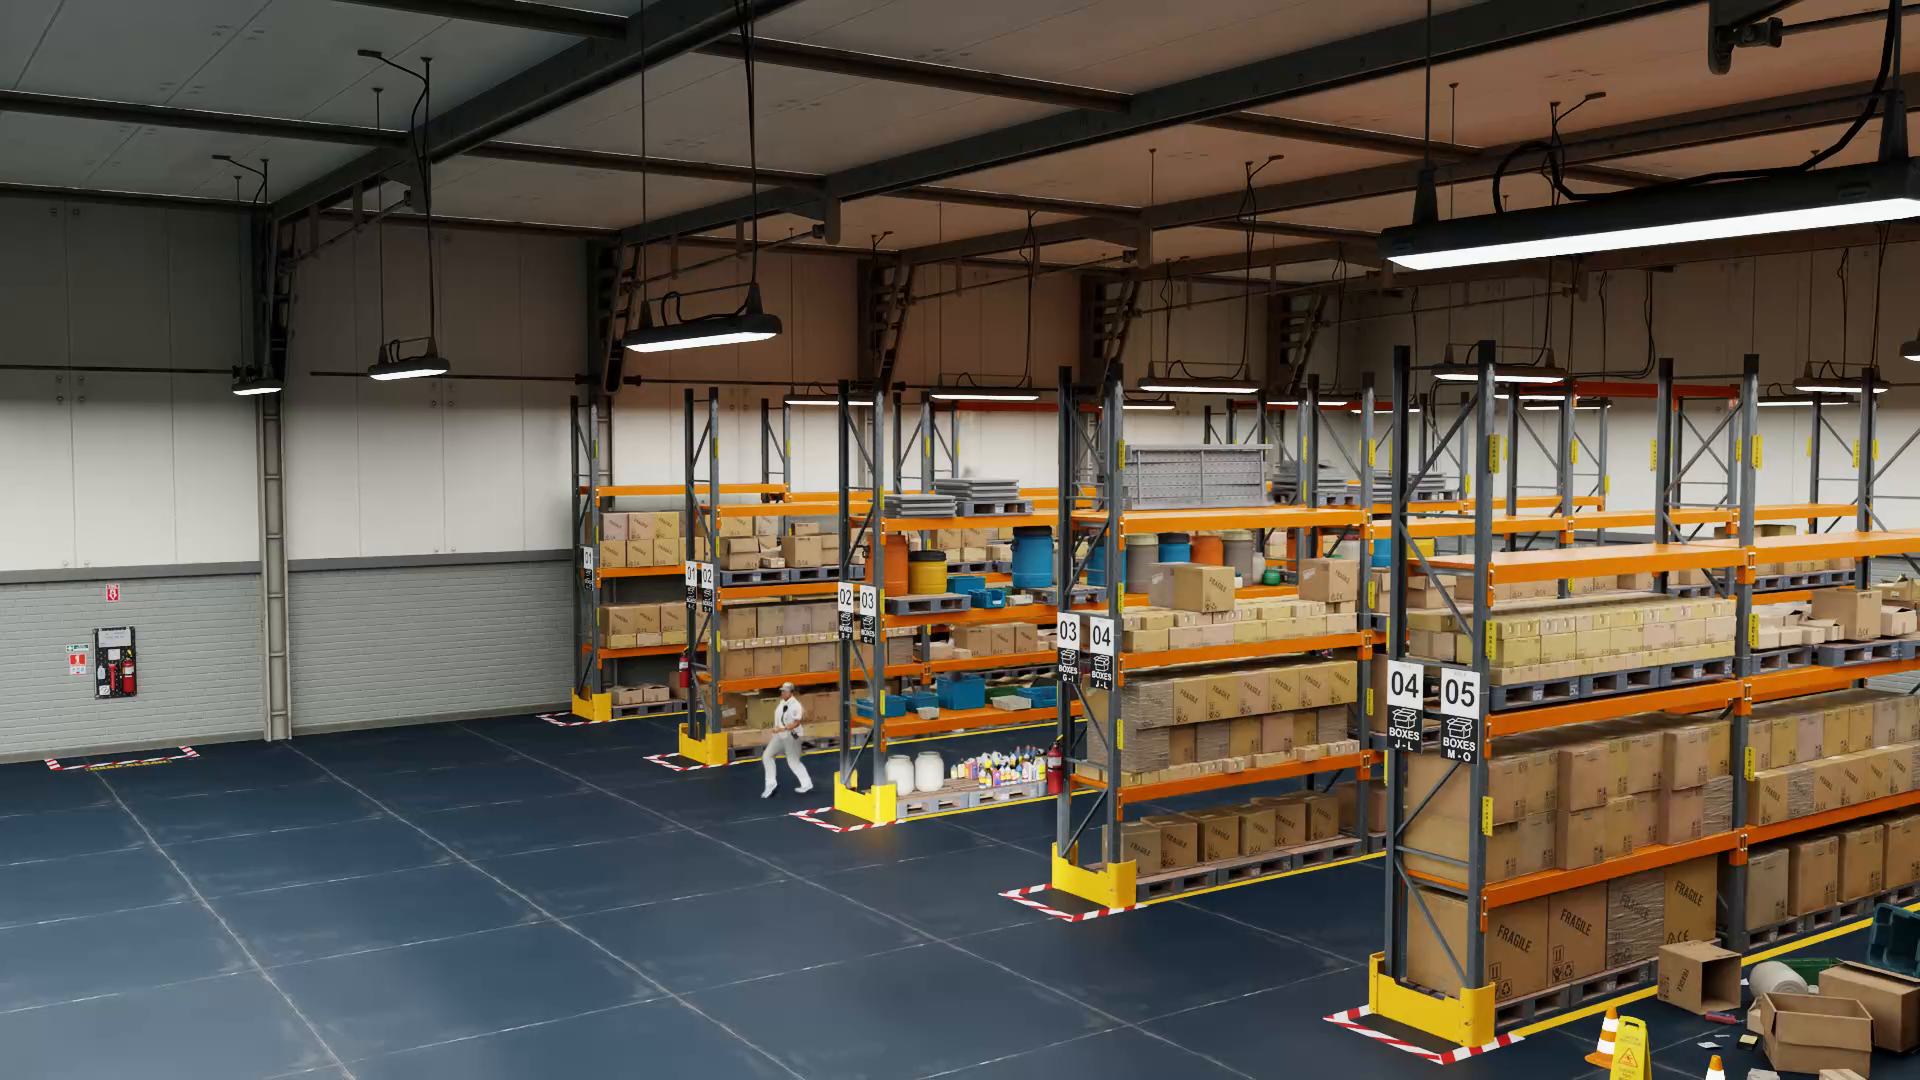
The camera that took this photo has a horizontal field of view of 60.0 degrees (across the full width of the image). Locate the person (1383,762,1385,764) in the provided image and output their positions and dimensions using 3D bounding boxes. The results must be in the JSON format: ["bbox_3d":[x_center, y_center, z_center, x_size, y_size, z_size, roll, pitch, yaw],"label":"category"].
[{"bbox_3d":[6.723,2.721,26.032,0.617,1.731,0.646,-3,5,-45],"label":"person"}]

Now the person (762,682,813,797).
[{"bbox_3d":[-2.475,2.900,24.129,0.722,1.705,0.609,-3,4,-37],"label":"person"}]

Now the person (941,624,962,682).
[{"bbox_3d":[-0.120,2.434,31.853,0.536,1.662,0.583,-3,4,-37],"label":"person"}]
